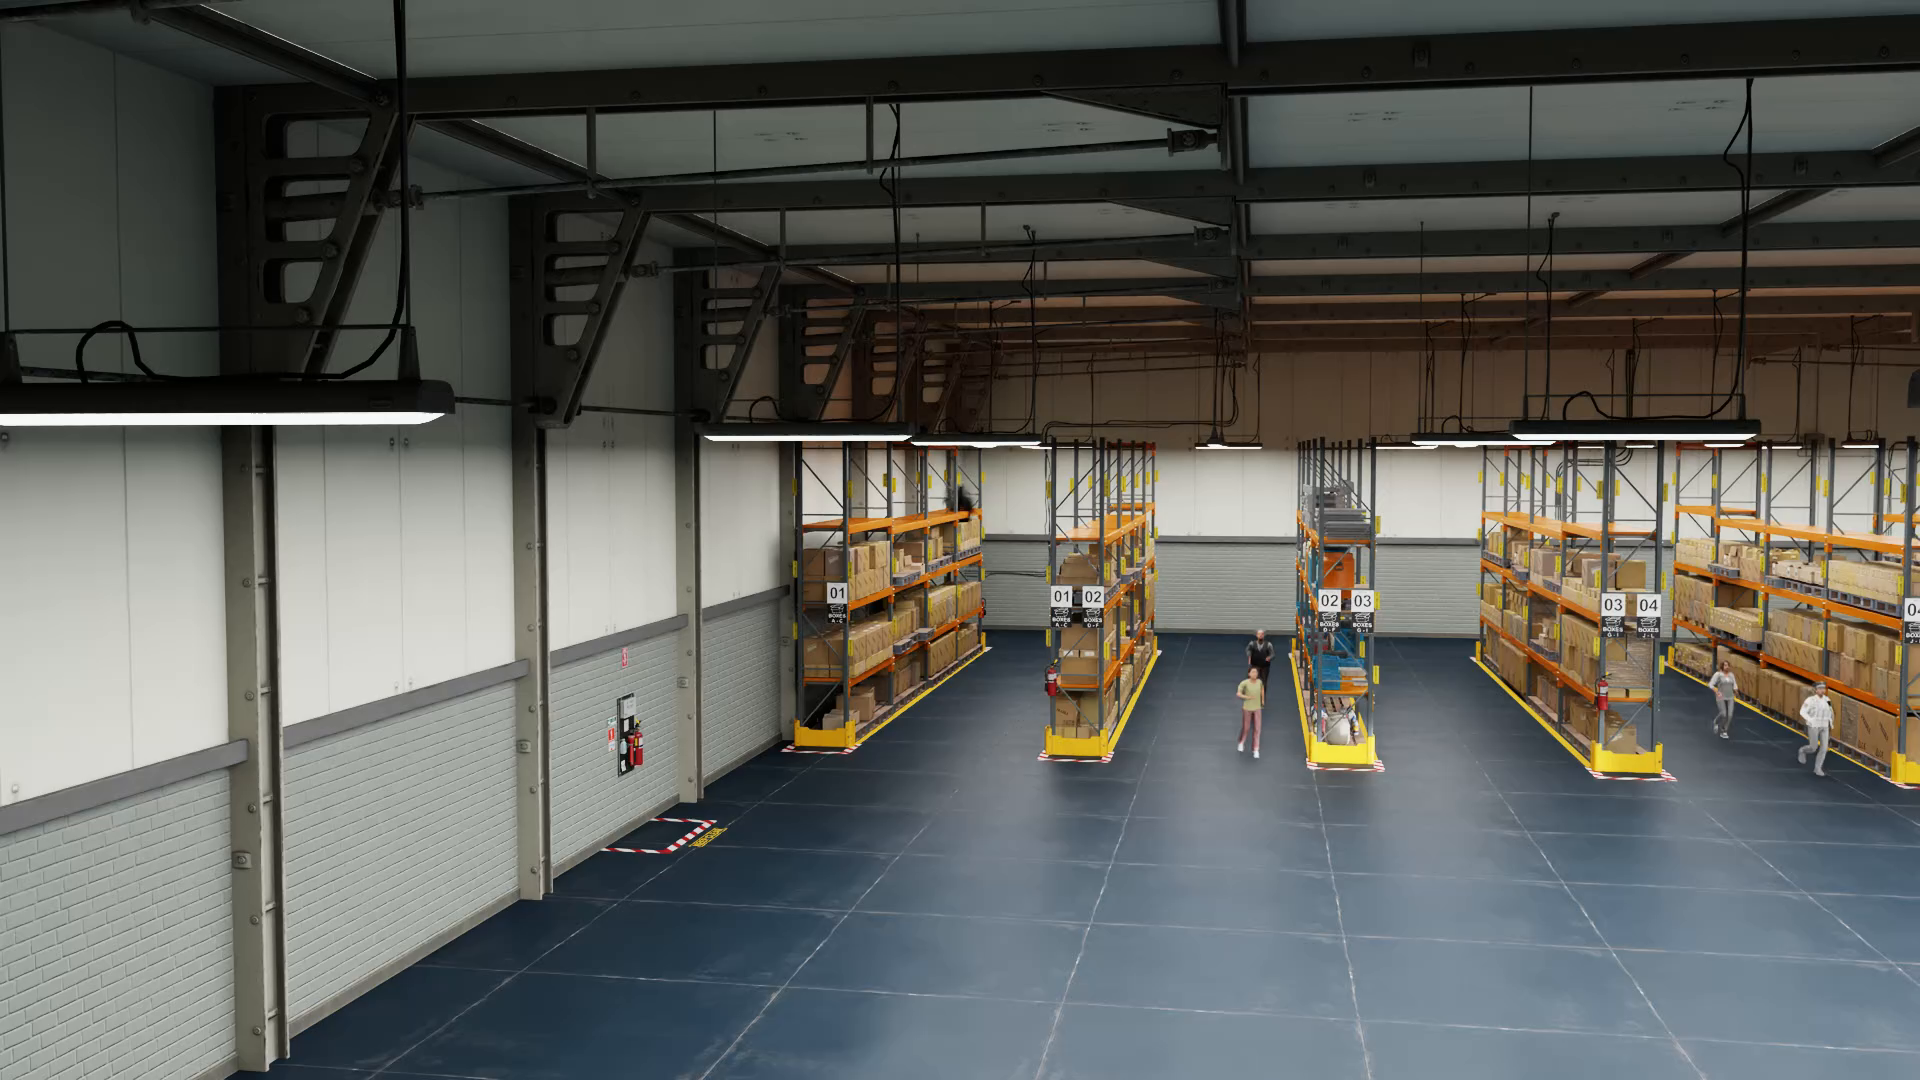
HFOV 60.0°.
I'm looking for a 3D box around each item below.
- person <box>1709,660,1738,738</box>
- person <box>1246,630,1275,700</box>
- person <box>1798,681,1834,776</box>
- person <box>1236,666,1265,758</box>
[{"bbox_3d":[15.297,3.184,33.251,0.534,1.554,0.552,0,3,1],"label":"person"},{"bbox_3d":[6.761,2.885,37.445,0.663,1.728,0.940,1,3,10],"label":"person"},{"bbox_3d":[15.286,3.332,29.678,0.603,1.676,0.716,0,3,-2],"label":"person"},{"bbox_3d":[5.497,3.210,31.389,0.616,1.684,0.873,-1,3,-10],"label":"person"}]
